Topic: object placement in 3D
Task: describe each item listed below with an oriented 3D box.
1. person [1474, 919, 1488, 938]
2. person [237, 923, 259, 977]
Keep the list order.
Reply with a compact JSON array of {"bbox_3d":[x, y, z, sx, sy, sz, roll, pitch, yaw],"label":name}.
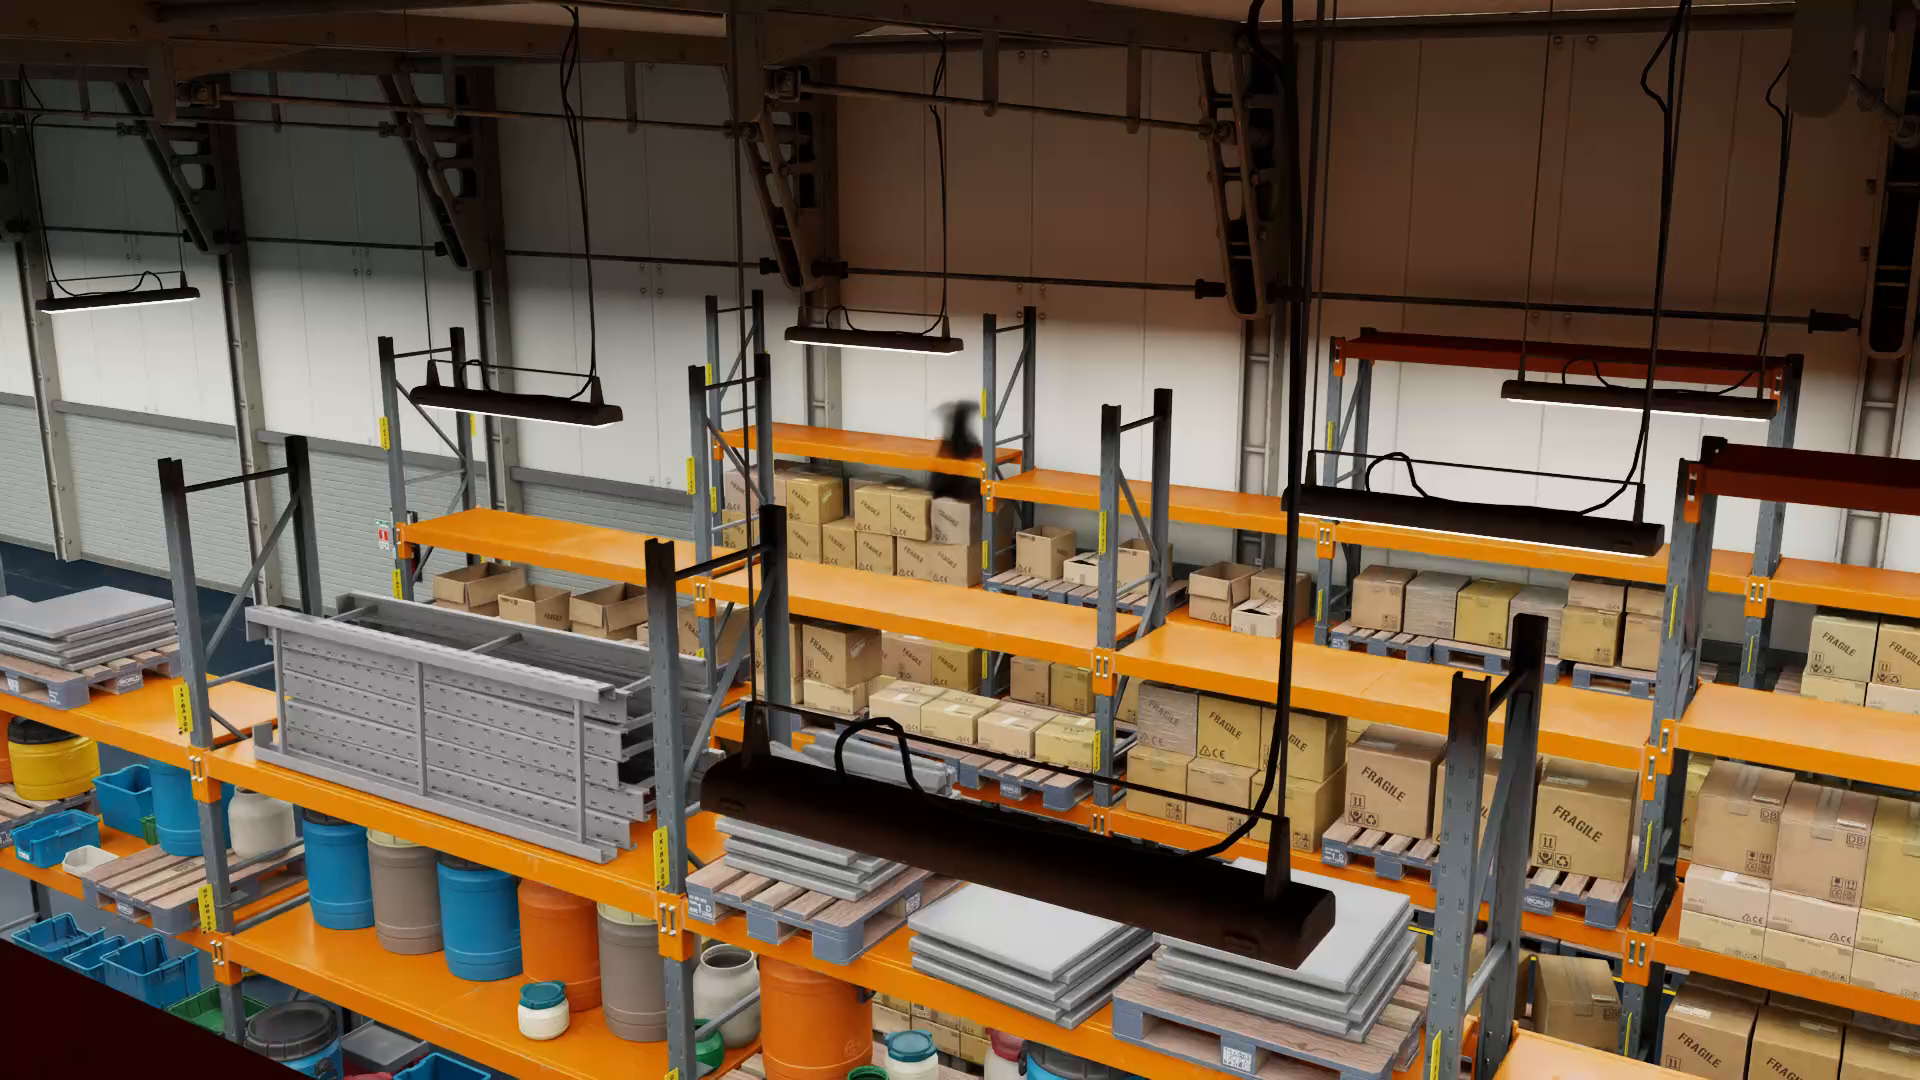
[{"bbox_3d":[4.417,3.921,14.157,0.861,1.509,0.531,8,16,31],"label":"person"},{"bbox_3d":[-6.951,3.385,15.947,0.670,1.727,0.728,-3,14,-13],"label":"person"}]
